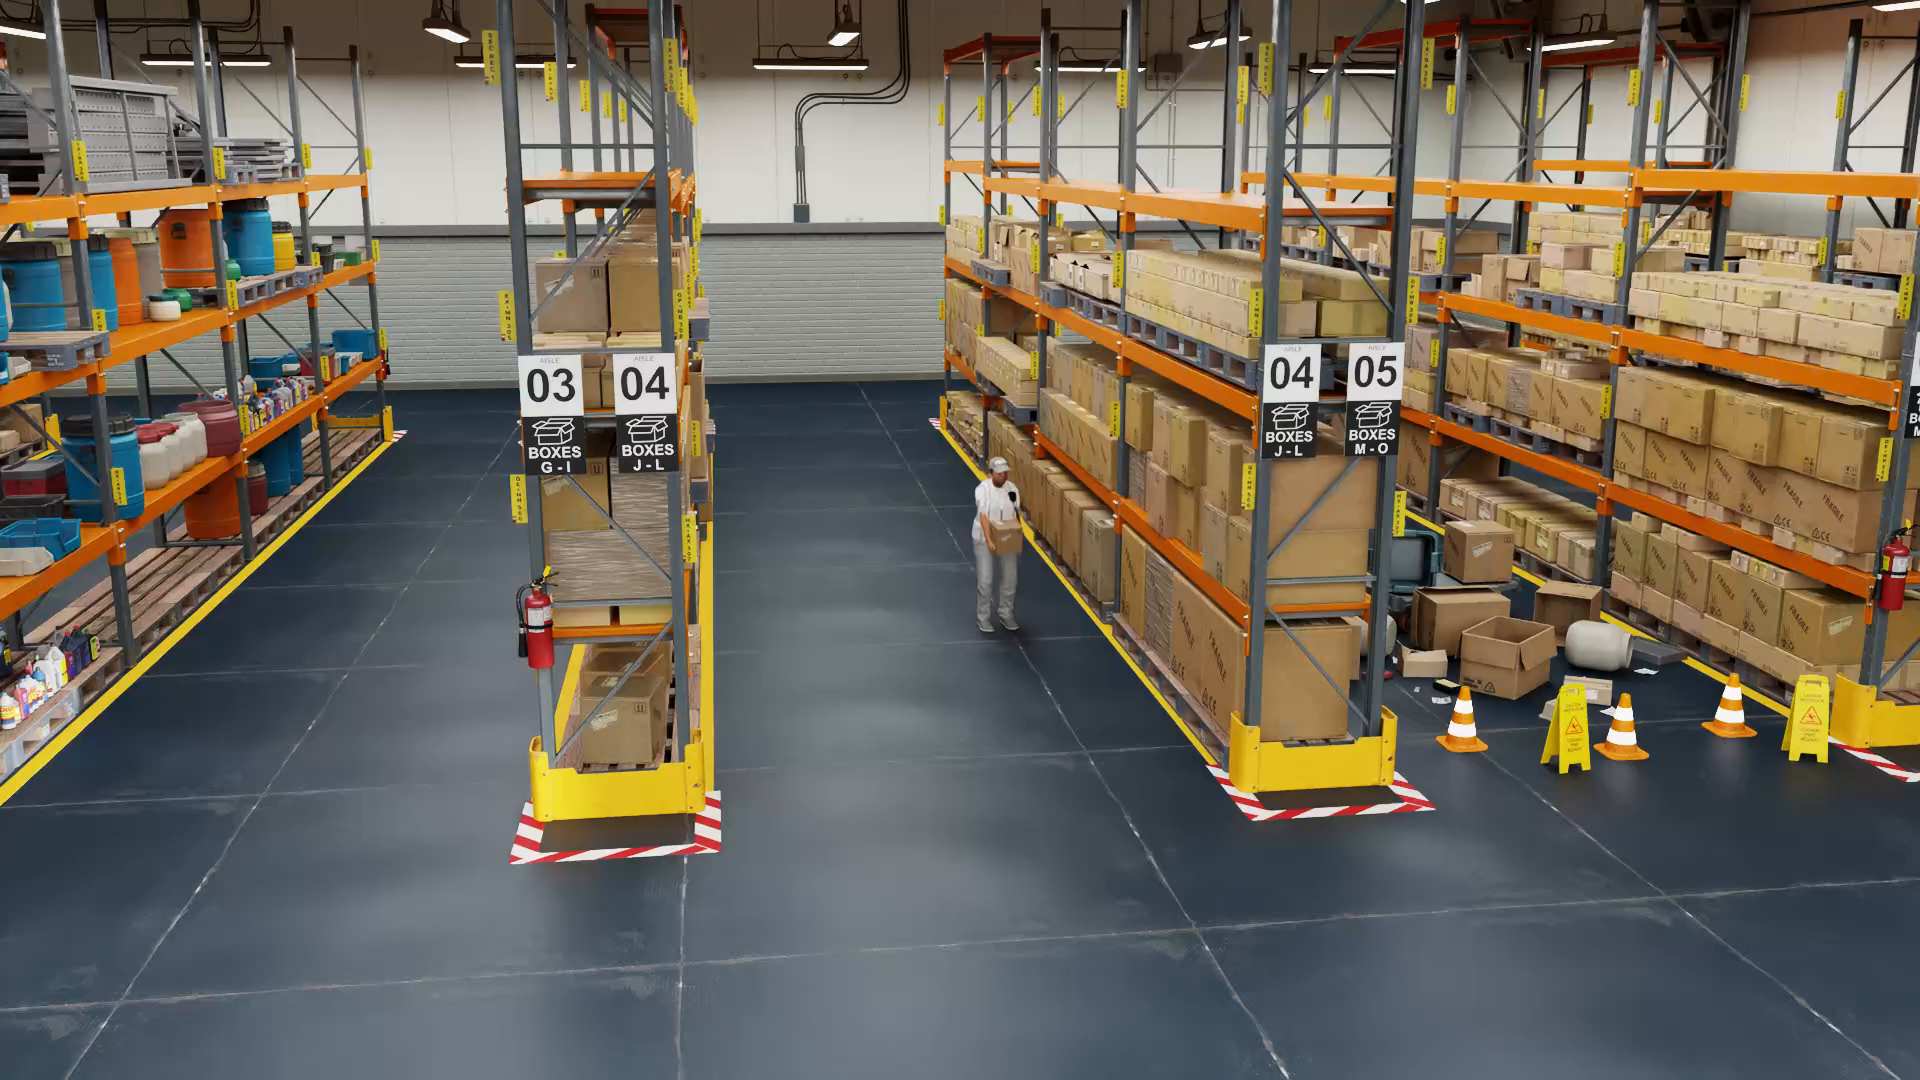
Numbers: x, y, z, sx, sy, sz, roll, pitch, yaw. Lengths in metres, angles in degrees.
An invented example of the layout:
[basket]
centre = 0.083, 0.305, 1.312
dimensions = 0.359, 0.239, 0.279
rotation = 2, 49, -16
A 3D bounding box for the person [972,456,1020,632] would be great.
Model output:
[person]
centre = 0.367, 0.035, 15.853
dimensions = 0.452, 1.663, 0.546
rotation = -5, 14, -19
